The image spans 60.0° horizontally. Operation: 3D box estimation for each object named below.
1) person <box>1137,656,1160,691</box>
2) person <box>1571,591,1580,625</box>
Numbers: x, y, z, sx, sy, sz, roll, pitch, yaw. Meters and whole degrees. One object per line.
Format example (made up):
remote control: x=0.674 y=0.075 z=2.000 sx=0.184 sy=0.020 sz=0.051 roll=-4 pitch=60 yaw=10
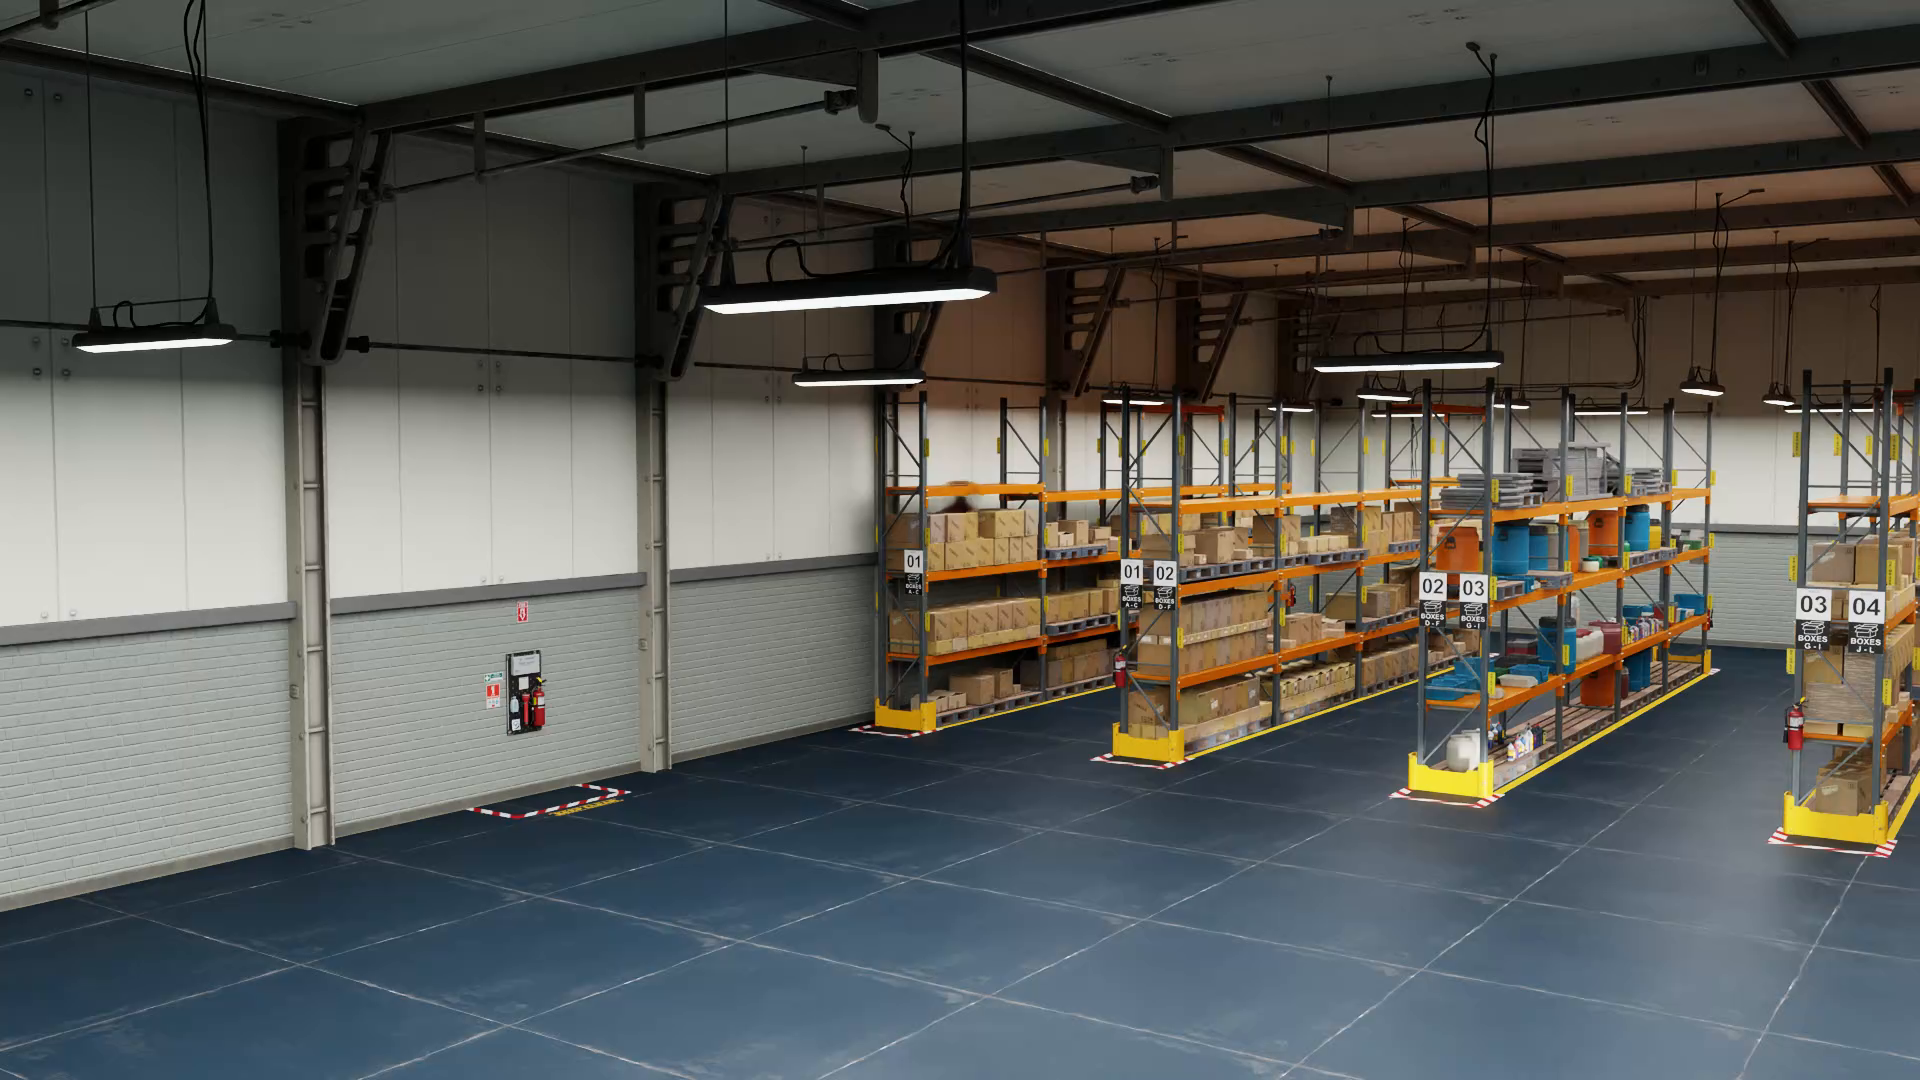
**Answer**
person: x=3.809 y=2.294 z=32.701 sx=0.670 sy=1.714 sz=1.078 roll=2 pitch=4 yaw=27
person: x=14.773 y=1.937 z=40.284 sx=0.467 sy=1.662 sz=0.615 roll=1 pitch=3 yaw=11
